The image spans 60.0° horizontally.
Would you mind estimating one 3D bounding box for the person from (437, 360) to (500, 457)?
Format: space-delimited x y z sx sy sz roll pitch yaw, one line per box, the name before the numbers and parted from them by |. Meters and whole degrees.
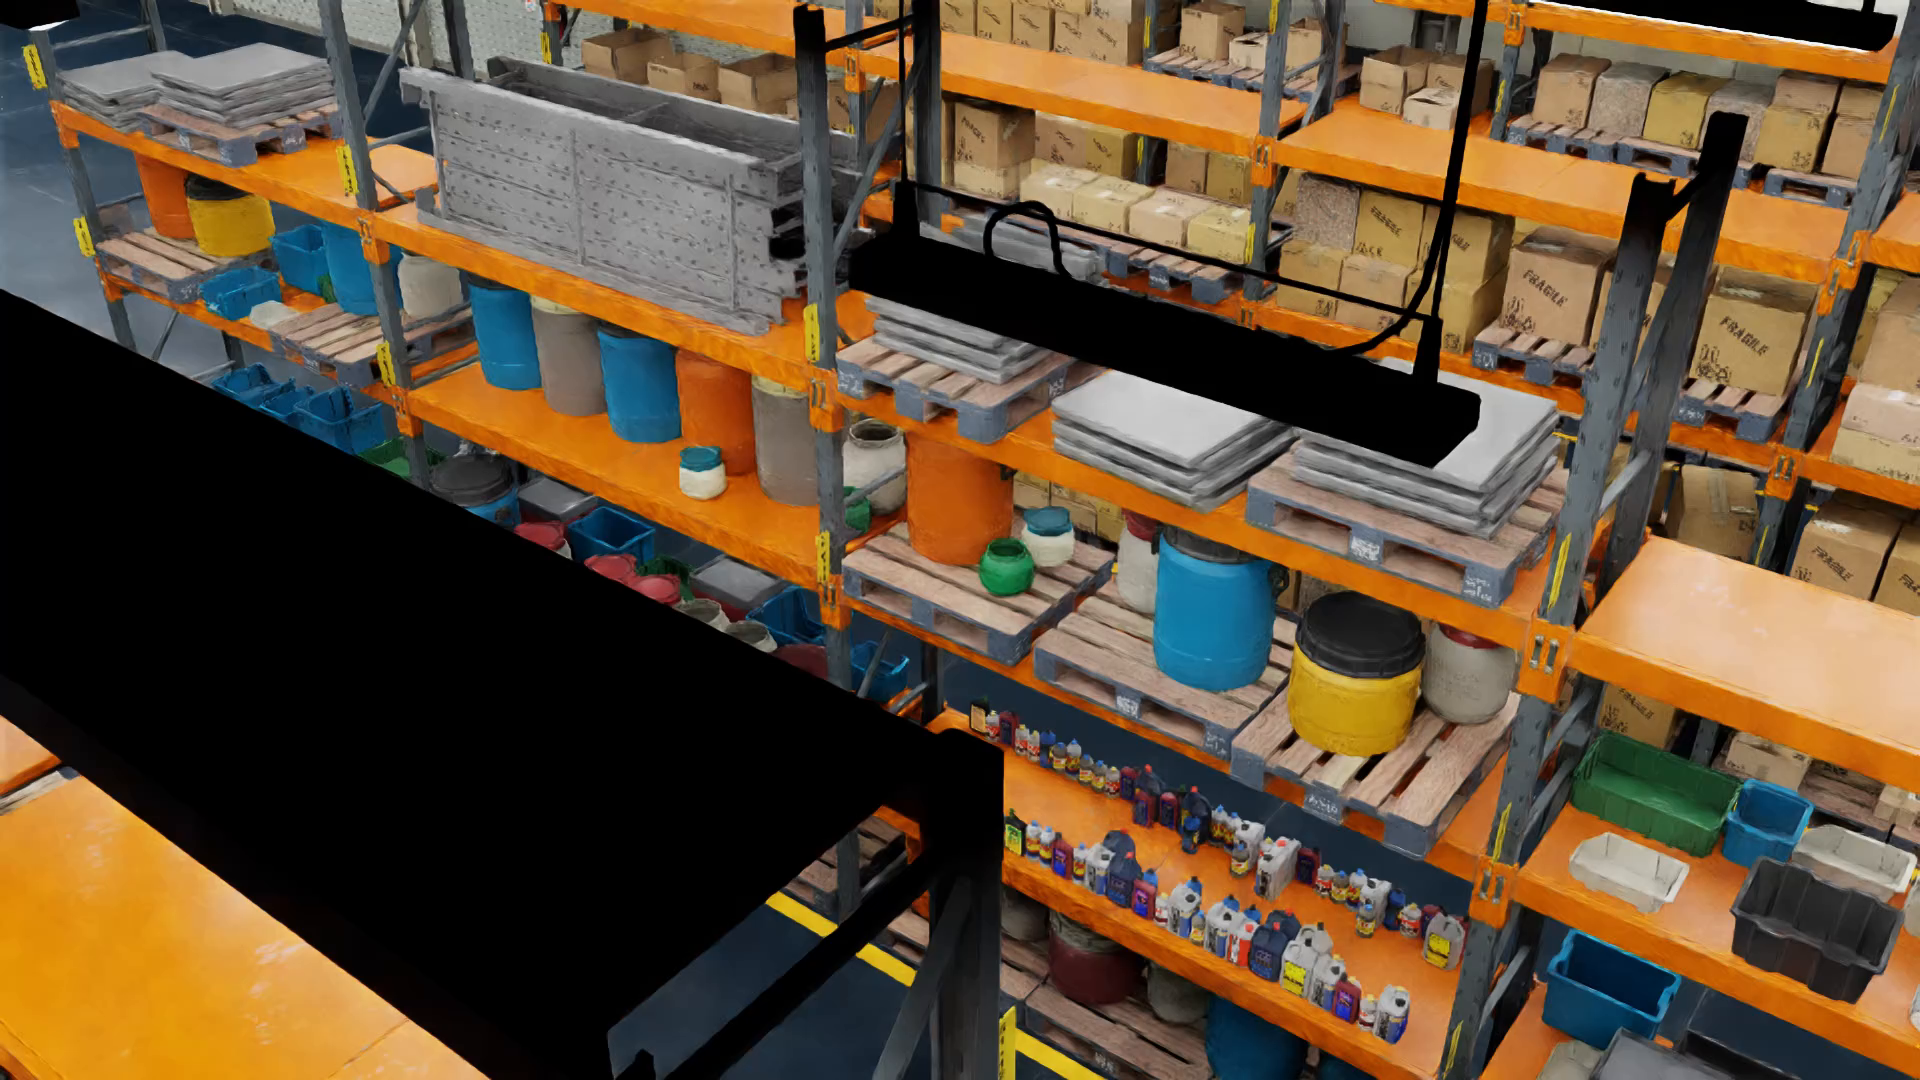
person | -4.789 -1.530 16.056 0.632 1.771 0.447 4 32 6
